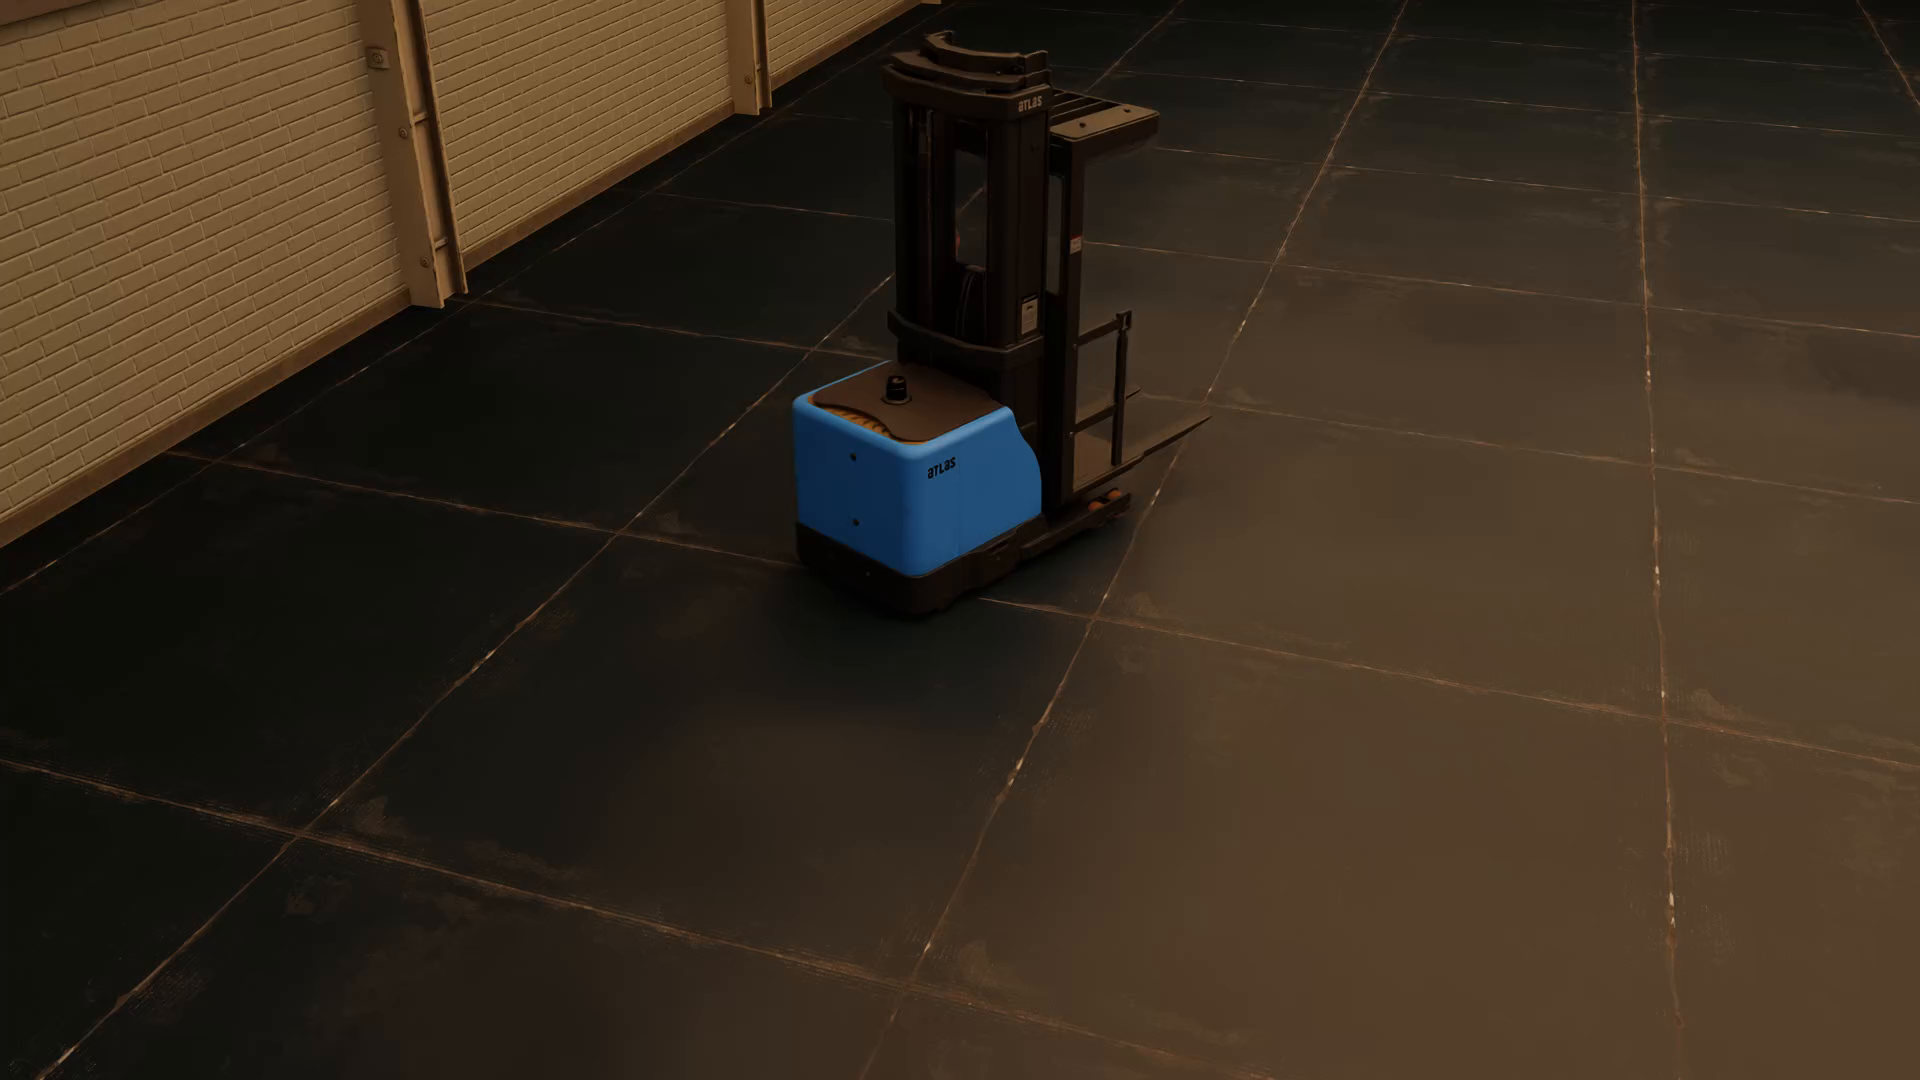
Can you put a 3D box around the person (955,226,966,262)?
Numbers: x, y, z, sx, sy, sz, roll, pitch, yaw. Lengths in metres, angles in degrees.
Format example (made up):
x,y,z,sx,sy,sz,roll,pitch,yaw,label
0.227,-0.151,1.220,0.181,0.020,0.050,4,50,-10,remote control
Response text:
x,y,z,sx,sy,sz,roll,pitch,yaw,label
-0.083,-1.366,11.007,0.877,1.534,0.693,-19,35,-30,person

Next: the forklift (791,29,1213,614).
x,y,z,sx,sy,sz,roll,pitch,yaw,label
0.414,-1.498,9.765,1.130,2.935,3.031,25,38,37,forklift
